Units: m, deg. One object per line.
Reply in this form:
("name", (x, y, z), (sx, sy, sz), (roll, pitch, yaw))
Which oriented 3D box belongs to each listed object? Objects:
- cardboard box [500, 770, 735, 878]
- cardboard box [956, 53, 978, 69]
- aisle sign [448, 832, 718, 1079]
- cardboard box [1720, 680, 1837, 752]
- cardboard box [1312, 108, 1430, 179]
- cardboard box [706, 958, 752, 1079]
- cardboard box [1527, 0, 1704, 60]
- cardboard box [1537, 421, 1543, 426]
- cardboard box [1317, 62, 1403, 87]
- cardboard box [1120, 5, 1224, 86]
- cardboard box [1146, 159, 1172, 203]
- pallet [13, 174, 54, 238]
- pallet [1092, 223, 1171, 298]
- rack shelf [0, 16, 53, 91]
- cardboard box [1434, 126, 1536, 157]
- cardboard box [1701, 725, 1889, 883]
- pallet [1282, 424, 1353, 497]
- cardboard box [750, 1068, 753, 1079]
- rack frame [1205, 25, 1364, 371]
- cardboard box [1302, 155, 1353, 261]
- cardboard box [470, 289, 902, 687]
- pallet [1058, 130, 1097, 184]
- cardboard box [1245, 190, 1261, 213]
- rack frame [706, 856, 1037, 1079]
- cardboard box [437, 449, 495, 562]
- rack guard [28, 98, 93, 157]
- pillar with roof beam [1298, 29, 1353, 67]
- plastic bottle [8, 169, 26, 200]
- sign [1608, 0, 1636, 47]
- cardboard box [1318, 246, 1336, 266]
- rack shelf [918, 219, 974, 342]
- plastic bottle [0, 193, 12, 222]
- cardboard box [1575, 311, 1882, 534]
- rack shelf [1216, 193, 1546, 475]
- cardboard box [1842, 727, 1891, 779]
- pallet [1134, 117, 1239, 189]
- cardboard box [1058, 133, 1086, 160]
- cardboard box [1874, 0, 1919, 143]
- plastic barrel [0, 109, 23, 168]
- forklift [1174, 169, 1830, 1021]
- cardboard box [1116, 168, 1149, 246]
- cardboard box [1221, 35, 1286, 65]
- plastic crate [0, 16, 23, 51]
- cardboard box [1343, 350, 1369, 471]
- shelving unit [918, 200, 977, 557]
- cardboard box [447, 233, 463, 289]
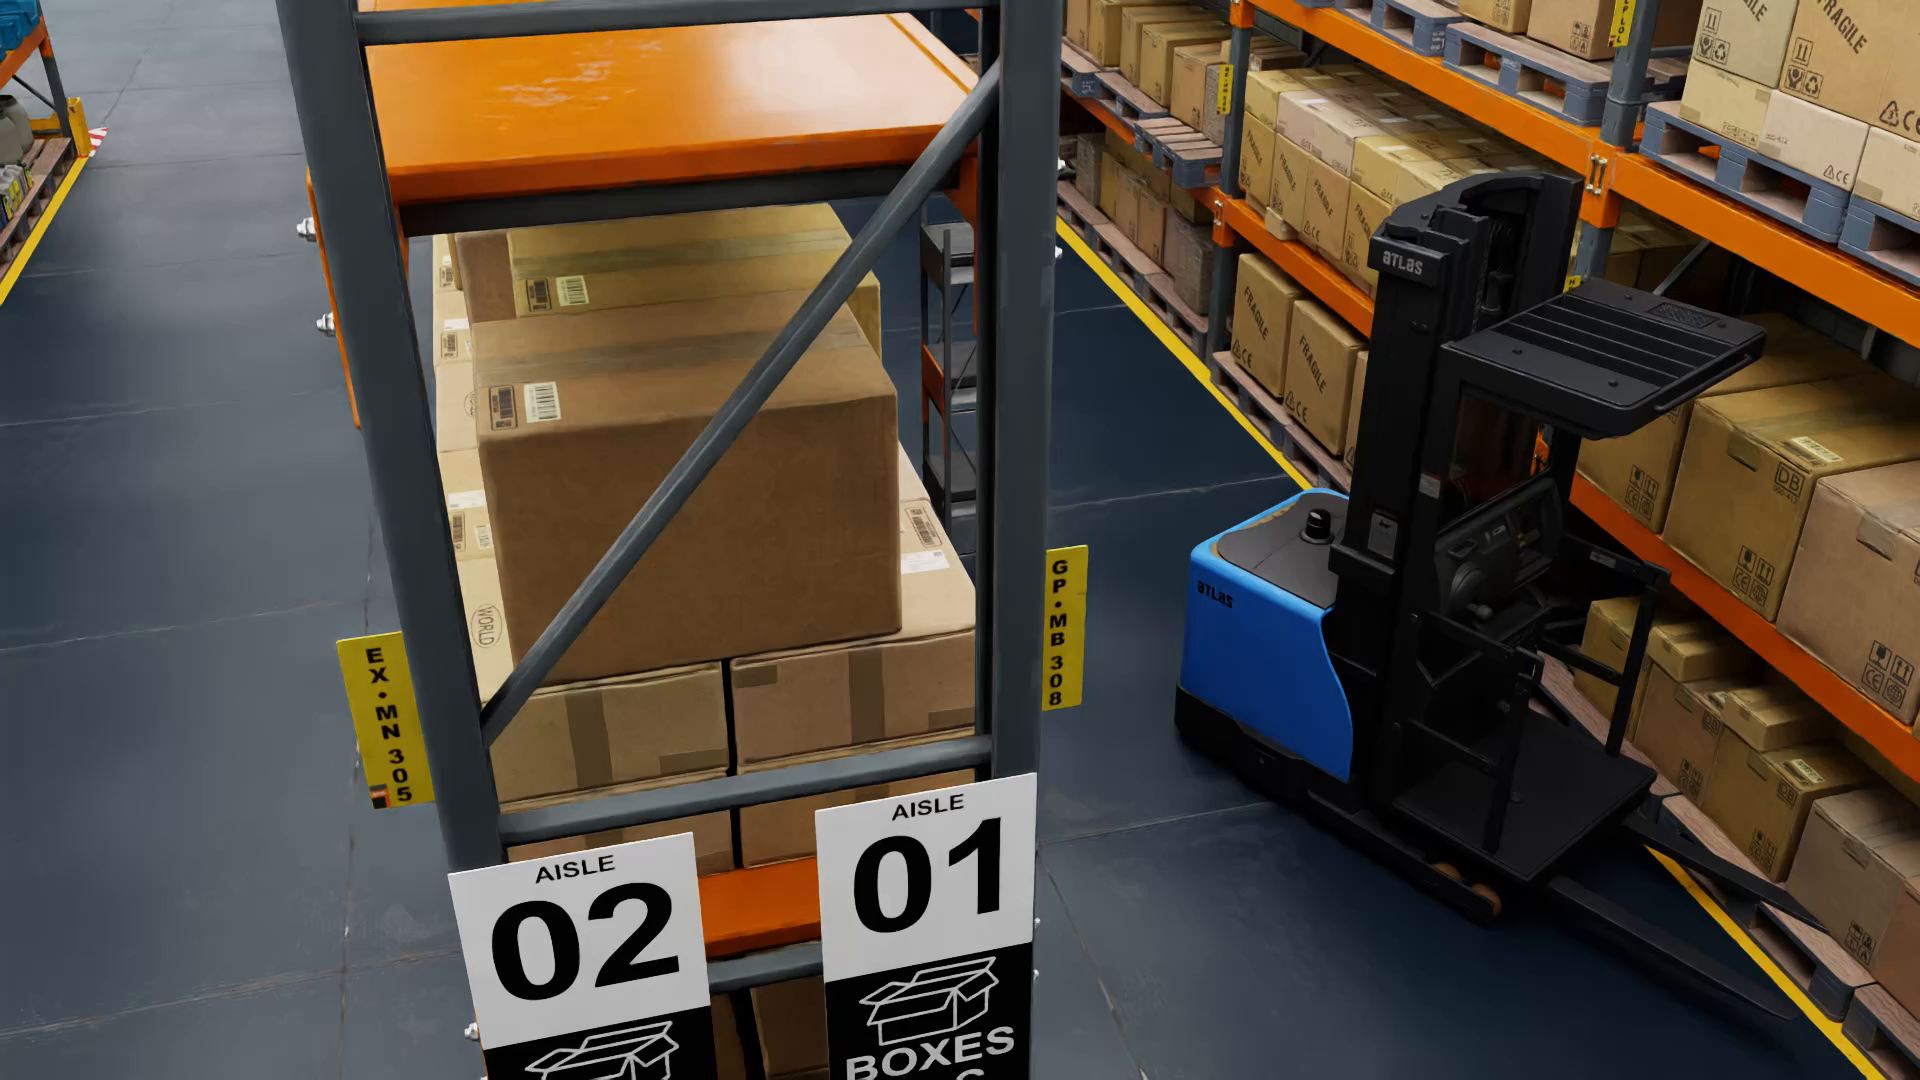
("cardboard box", (-0.748, 0.458, 3.350), (0.500, 0.250, 0.500), (-8, 31, -13))
("cardboard box", (0.268, -5.164, 18.153), (0.500, 0.311, 0.500), (-11, 32, -19))
("aisle sign", (-0.634, 0.853, 2.917), (0.394, 0.787, 0.004), (-8, 31, -13))
("cardboard box", (3.510, 0.748, 7.122), (0.380, 0.149, 0.250), (-9, 31, -15))
("cardboard box", (2.446, -2.371, 9.917), (0.500, 0.250, 0.500), (-8, 31, -13))
("cardboard box", (-0.740, 1.250, 3.729), (0.500, 0.500, 0.500), (-8, 31, -14))
("cardboard box", (3.229, -2.659, 8.048), (0.700, 0.500, 0.500), (-10, 31, -16))
("cardboard box", (2.994, -0.713, 8.450), (0.380, 0.149, 0.250), (-8, 31, -13))
("cardboard box", (2.665, -2.940, 10.901), (0.500, 0.250, 0.500), (-7, 31, -12))
("cardboard box", (1.681, -3.950, 13.272), (0.700, 0.500, 0.500), (-4, 30, -6))
("cardboard box", (1.821, -2.925, 13.347), (0.500, 0.250, 0.500), (-8, 31, -14))
("pallet", (-8.784, -2.948, 14.863), (1.003, 0.211, 1.213), (-8, 31, -13))
("pallet", (1.768, -2.378, 13.879), (1.003, 0.211, 1.213), (-8, 31, -13))
("rack shelf", (-8.850, -3.889, 14.423), (1.077, 0.370, 4.000), (-8, 31, -13))
("cardboard box", (3.068, -2.195, 9.615), (0.500, 0.250, 0.500), (-9, 31, -14))
("cardboard box", (3.720, 1.079, 7.199), (0.700, 0.500, 0.500), (-7, 31, -12))
("pallet", (2.751, -0.434, 10.520), (1.003, 0.211, 1.213), (-8, 31, -13))
("cardboard box", (-0.221, 1.612, 4.102), (0.500, 0.500, 0.500), (-7, 31, -12))
("rack frame", (2.295, -2.619, 11.512), (1.000, 3.000, 0.127), (-8, 31, -13))
("cardboard box", (2.437, -2.038, 10.090), (0.500, 0.500, 0.500), (-8, 31, -13))
("cardboard box", (-0.509, -0.115, 3.094), (0.700, 0.500, 0.500), (-8, 31, -13))
("pallet", (1.020, -3.664, 16.101), (1.003, 0.211, 1.213), (-8, 31, -13))
("cardboard box", (2.159, -2.330, 11.242), (0.380, 0.149, 0.250), (-8, 31, -14))
("rack frame", (-0.357, 1.905, 3.696), (1.000, 3.000, 0.127), (-8, 31, -13))
("cardboard box", (-0.872, -0.001, 3.644), (0.500, 0.250, 0.500), (-8, 31, -13))
("rack guard", (-9.315, -4.054, 16.486), (1.175, 0.500, 0.348), (-8, 31, -13))
("pillar with roof beam", (-1.367, -5.386, 10.304), (9.100, 9.000, 0.400), (-8, 31, -13))
("plastic bottle", (-8.393, -3.157, 14.720), (0.152, 0.276, 0.135), (-9, 31, -15))
("sign", (2.836, -2.269, 7.082), (0.100, 0.325, 0.005), (-8, 31, -13))
("cardboard box", (2.469, -1.838, 10.393), (0.380, 0.149, 0.250), (-7, 31, -12))
("rack shelf", (0.044, -1.423, 8.973), (0.431, 0.518, 0.480), (-8, 31, -13))
("plastic bottle", (-8.187, -2.870, 14.218), (0.061, 0.283, 0.133), (-6, 31, -11))
("cardboard box", (3.484, -0.553, 7.643), (0.980, 0.700, 0.700), (-7, 31, -13))
("rack shelf", (2.825, -1.342, 10.024), (1.077, 0.370, 4.000), (-8, 31, -13))
("cardboard box", (3.957, 0.838, 6.967), (0.380, 0.149, 0.250), (-8, 31, -14))
("pallet", (2.003, -2.866, 12.131), (1.213, 0.211, 1.003), (-8, 31, -13))
("cardboard box", (1.062, -3.770, 15.889), (0.380, 0.166, 0.250), (-12, 32, -20))
("cardboard box", (3.554, -1.604, 5.645), (0.500, 0.500, 0.500), (-8, 31, -13))
("plastic barrel", (-8.999, -3.721, 15.480), (0.421, 0.512, 0.421), (0, 30, 0))
("forklift", (2.421, 0.087, 6.905), (1.130, 2.935, 3.031), (-24, 38, -35))
("cardboard box", (1.726, -2.812, 13.901), (0.700, 0.500, 0.500), (-8, 31, -13))
("cardboard box", (2.074, -3.450, 11.761), (0.380, 0.149, 0.250), (-13, 33, -22))
("plastic crate", (-8.792, -4.585, 15.057), (0.499, 0.251, 0.408), (-8, 31, -13))
("cardboard box", (2.820, -0.664, 9.862), (0.750, 0.750, 0.750), (-7, 31, -12))
("shelving unit", (0.044, -0.829, 9.317), (0.431, 2.100, 0.503), (-8, 31, -13))
("cardboard box", (-1.118, -1.071, 4.744), (0.700, 0.500, 0.500), (-8, 31, -13))
